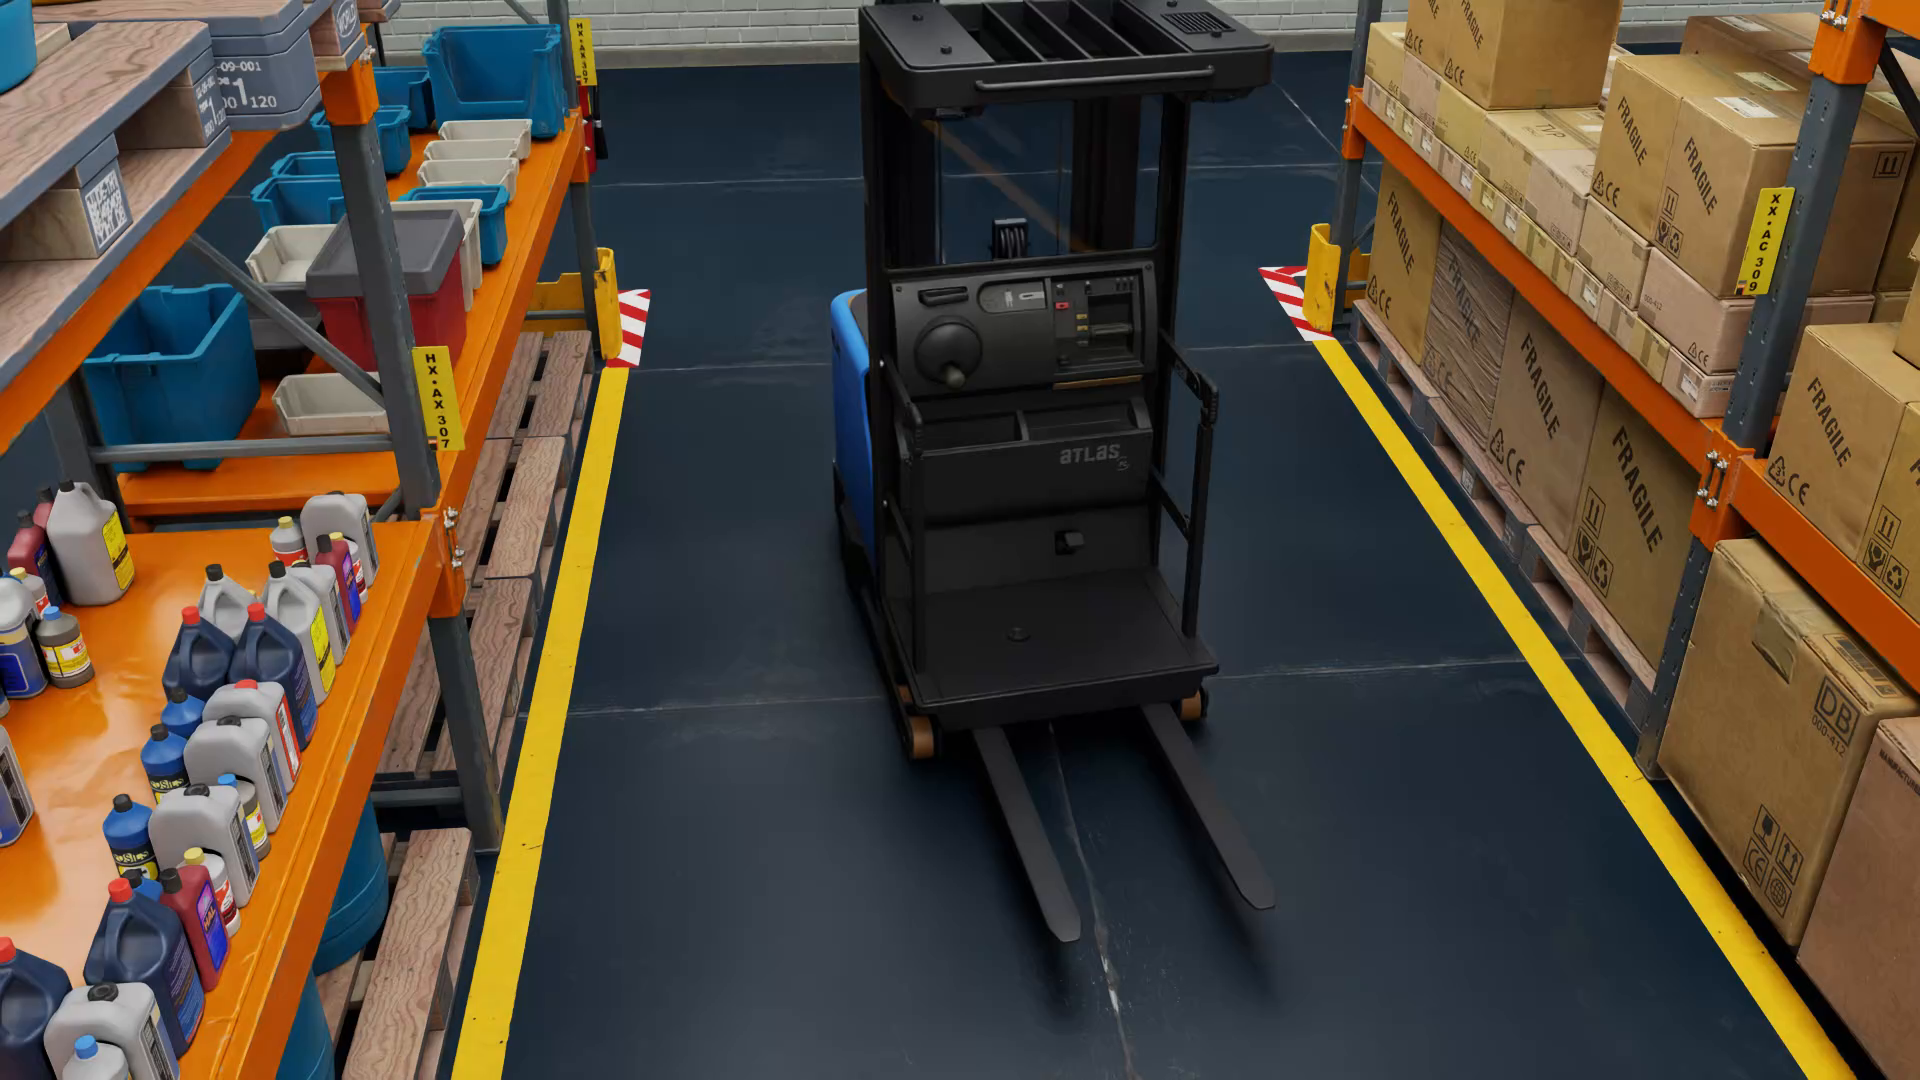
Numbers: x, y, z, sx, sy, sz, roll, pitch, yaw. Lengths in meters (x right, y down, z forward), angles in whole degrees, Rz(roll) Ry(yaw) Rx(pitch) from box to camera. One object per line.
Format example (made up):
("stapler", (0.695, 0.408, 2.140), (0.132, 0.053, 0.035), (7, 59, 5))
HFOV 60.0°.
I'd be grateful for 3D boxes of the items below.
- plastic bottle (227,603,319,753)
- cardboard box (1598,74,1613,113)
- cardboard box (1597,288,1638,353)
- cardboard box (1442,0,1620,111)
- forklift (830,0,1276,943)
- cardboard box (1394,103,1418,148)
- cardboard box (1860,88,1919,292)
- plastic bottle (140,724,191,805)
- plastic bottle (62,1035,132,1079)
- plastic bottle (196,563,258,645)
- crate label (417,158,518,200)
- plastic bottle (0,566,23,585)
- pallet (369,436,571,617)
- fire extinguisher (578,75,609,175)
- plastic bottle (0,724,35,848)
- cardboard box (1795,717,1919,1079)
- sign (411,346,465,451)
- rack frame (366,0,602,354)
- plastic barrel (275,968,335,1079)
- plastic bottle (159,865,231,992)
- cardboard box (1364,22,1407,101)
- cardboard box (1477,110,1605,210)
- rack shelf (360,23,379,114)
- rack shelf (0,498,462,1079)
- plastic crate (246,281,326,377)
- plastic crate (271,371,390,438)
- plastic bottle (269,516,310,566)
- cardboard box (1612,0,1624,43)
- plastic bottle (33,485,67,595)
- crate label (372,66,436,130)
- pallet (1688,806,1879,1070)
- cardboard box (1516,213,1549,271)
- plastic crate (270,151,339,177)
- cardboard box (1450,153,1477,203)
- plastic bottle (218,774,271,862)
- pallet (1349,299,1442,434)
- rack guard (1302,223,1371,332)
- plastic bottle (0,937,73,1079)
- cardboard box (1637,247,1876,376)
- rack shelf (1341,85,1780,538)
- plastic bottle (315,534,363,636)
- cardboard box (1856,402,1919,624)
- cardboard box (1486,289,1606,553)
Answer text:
("plastic bottle", (-1.599, 0.314, 3.847), (0.144, 0.351, 0.185), (-3, 31, -5))
("cardboard box", (2.934, -1.844, 7.268), (0.500, 0.250, 0.500), (-4, 31, -6))
("cardboard box", (2.501, -0.787, 5.887), (0.380, 0.149, 0.250), (-3, 31, -5))
("cardboard box", (2.407, -2.142, 7.036), (0.500, 0.500, 0.500), (-4, 31, -6))
("forklift", (0.279, -0.688, 5.543), (1.130, 2.935, 3.031), (-7, 32, -11))
("cardboard box", (2.284, -1.968, 7.864), (0.380, 0.149, 0.250), (-3, 31, -6))
("cardboard box", (3.113, -1.134, 5.349), (0.500, 0.500, 0.500), (-3, 31, -5))
("plastic bottle", (-1.698, 0.514, 3.589), (0.097, 0.271, 0.097), (0, 31, 0))
("plastic bottle", (-1.464, 0.956, 2.850), (0.097, 0.271, 0.097), (0, 31, 0))
("plastic bottle", (-1.760, 0.227, 3.993), (0.144, 0.351, 0.185), (-3, 31, -5))
("crate label", (-2.082, -1.512, 7.055), (0.396, 0.136, 0.243), (-3, 31, -5))
("plastic bottle", (-2.368, 0.184, 4.142), (0.097, 0.271, 0.097), (0, 31, 0))
("pallet", (-2.252, -0.056, 7.137), (1.003, 0.211, 1.213), (-3, 31, -5))
("fire extinguisher", (-1.963, -2.203, 8.451), (0.296, 0.674, 0.183), (-3, 31, -5))
("plastic bottle", (-2.126, 0.518, 3.578), (0.152, 0.276, 0.135), (-3, 31, -5))
("cardboard box", (3.067, 1.022, 4.277), (1.225, 0.875, 0.875), (-4, 31, -6))
("sign", (-1.480, -0.399, 4.723), (0.100, 0.325, 0.005), (-3, 31, -5))
("rack frame", (-2.402, -2.297, 8.170), (1.000, 3.000, 0.127), (-3, 31, -5))
("plastic barrel", (-1.928, 1.106, 4.110), (0.600, 0.901, 0.708), (-3, 31, -5))
("plastic bottle", (-1.487, 0.728, 3.220), (0.061, 0.283, 0.133), (-3, 31, -5))
("cardboard box", (2.306, -2.340, 8.098), (0.500, 0.250, 0.500), (-4, 31, -6))
("cardboard box", (2.458, -1.552, 6.779), (0.500, 0.250, 0.500), (-3, 31, -6))
("rack shelf", (-2.215, -2.255, 5.876), (1.077, 0.370, 4.000), (-3, 31, -5))
("rack shelf", (-1.841, 1.075, 3.226), (1.077, 0.370, 4.000), (-3, 31, -5))
("plastic crate", (-2.400, -0.721, 5.742), (0.437, 0.125, 0.590), (-3, 31, -5))
("plastic crate", (-1.929, -0.412, 5.213), (0.396, 0.136, 0.243), (-3, 31, -5))
("plastic bottle", (-1.792, 0.032, 4.466), (0.097, 0.201, 0.097), (0, 31, 0))
("cardboard box", (2.837, -2.683, 7.942), (0.500, 0.500, 0.500), (-2, 31, -4))
("plastic bottle", (-2.418, 0.003, 4.434), (0.061, 0.283, 0.133), (-3, 31, -5))
("crate label", (-2.706, -2.109, 7.961), (0.416, 0.233, 0.303), (-3, 31, -5))
("pallet", (3.051, 1.095, 5.210), (1.003, 0.211, 1.213), (-3, 31, -5))
("cardboard box", (2.428, -1.180, 6.546), (0.380, 0.149, 0.250), (-3, 31, -5))
("plastic crate", (-2.583, -1.437, 6.835), (0.416, 0.233, 0.300), (-3, 31, -5))
("cardboard box", (2.357, -1.573, 7.203), (0.380, 0.149, 0.250), (-3, 31, -5))
("plastic bottle", (-1.537, 0.587, 3.536), (0.097, 0.201, 0.097), (0, 31, 0))
("pallet", (2.682, -0.933, 8.606), (1.003, 0.211, 1.213), (-3, 31, -5))
("rack guard", (2.527, -1.473, 9.229), (1.175, 0.500, 0.348), (-3, 31, -5))
("plastic bottle", (-1.652, 0.858, 2.936), (0.144, 0.351, 0.185), (-3, 31, -5))
("cardboard box", (2.601, -0.768, 5.467), (0.500, 0.250, 0.500), (-3, 31, -6))
("rack shelf", (2.717, -1.204, 7.043), (1.077, 0.370, 4.000), (-3, 31, -5))
("plastic bottle", (-1.602, 0.097, 4.276), (0.061, 0.283, 0.133), (-3, 31, -5))
("cardboard box", (2.745, -0.032, 4.280), (0.500, 0.500, 0.500), (-3, 31, -5))
("cardboard box", (2.837, -0.561, 6.926), (0.875, 0.875, 0.875), (-3, 31, -5))
